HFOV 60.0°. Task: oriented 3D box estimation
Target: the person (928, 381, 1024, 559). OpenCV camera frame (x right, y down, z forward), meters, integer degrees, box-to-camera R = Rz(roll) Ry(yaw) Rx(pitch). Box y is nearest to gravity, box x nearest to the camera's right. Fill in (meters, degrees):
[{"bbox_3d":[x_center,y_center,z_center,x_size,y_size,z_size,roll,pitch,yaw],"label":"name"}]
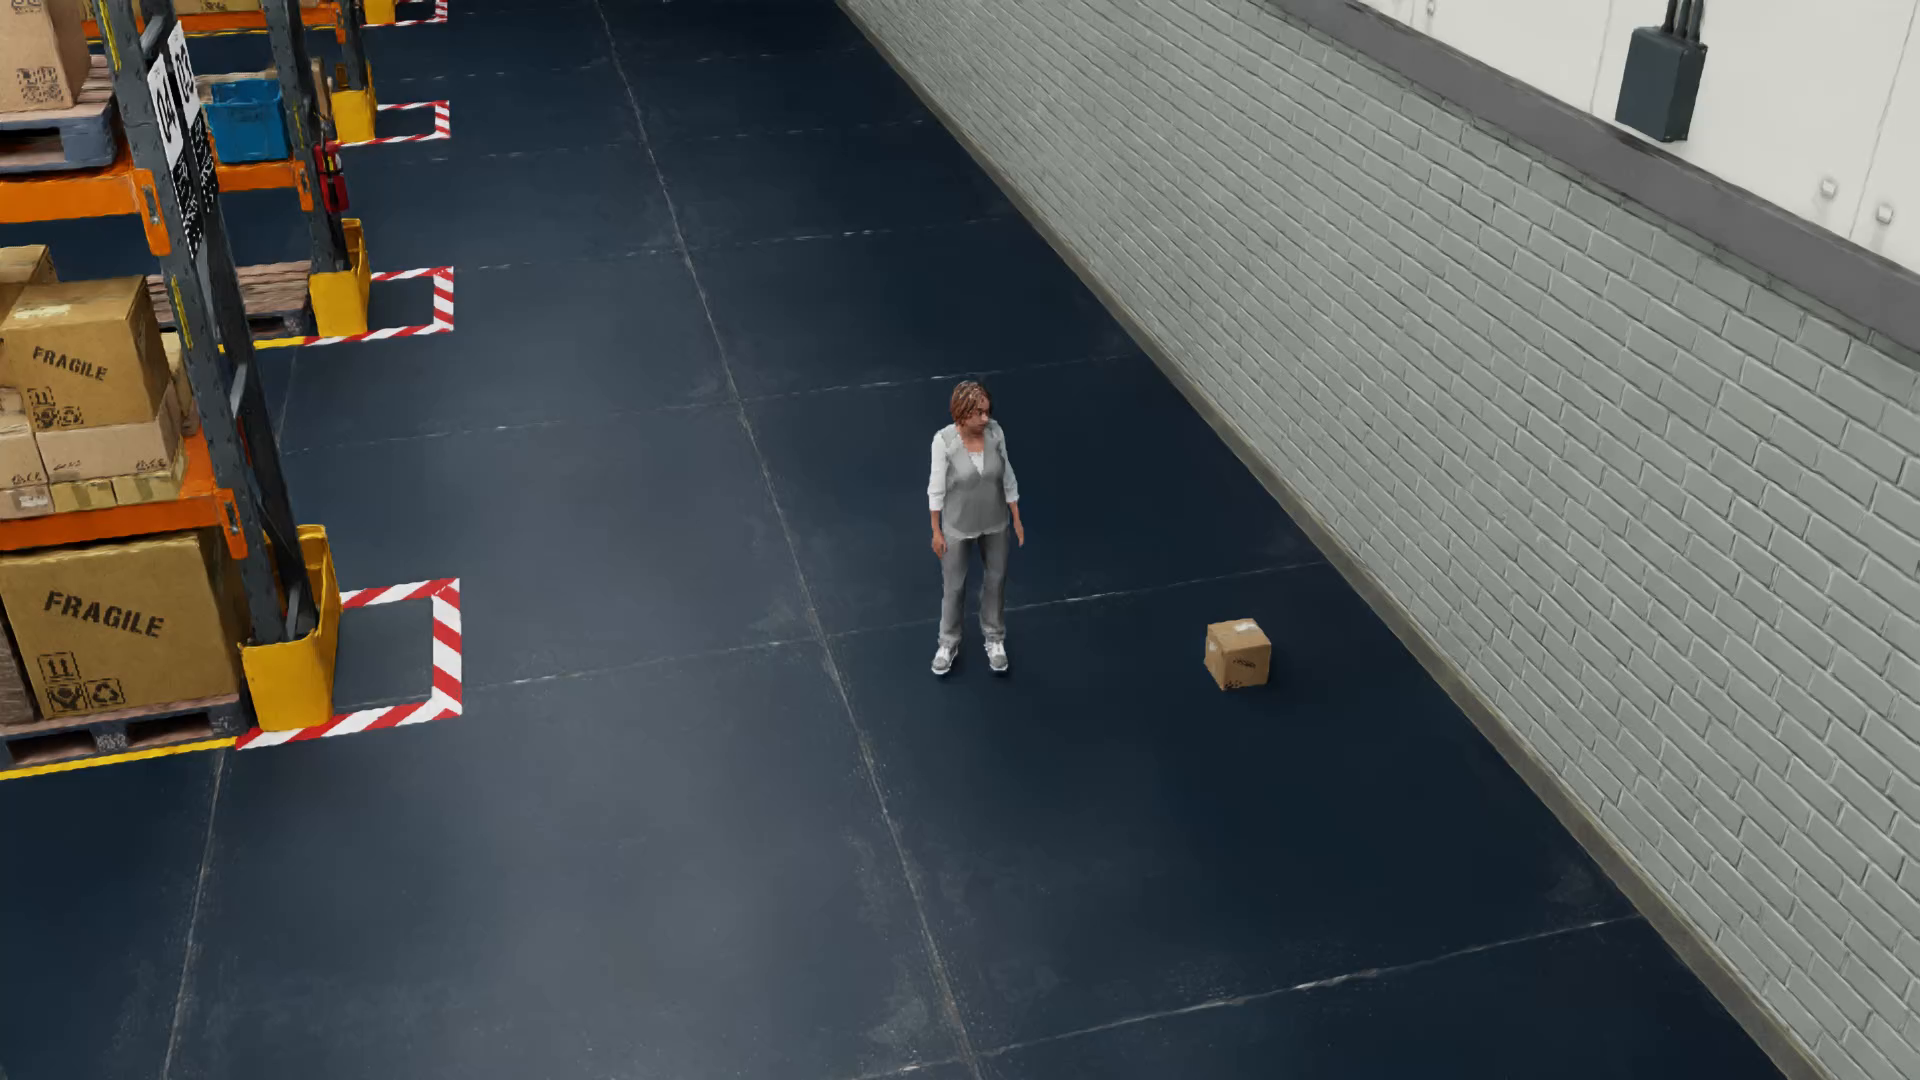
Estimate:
[{"bbox_3d":[0.073,-0.351,8.126,0.478,0.937,0.319,-9,32,-14],"label":"person"}]
